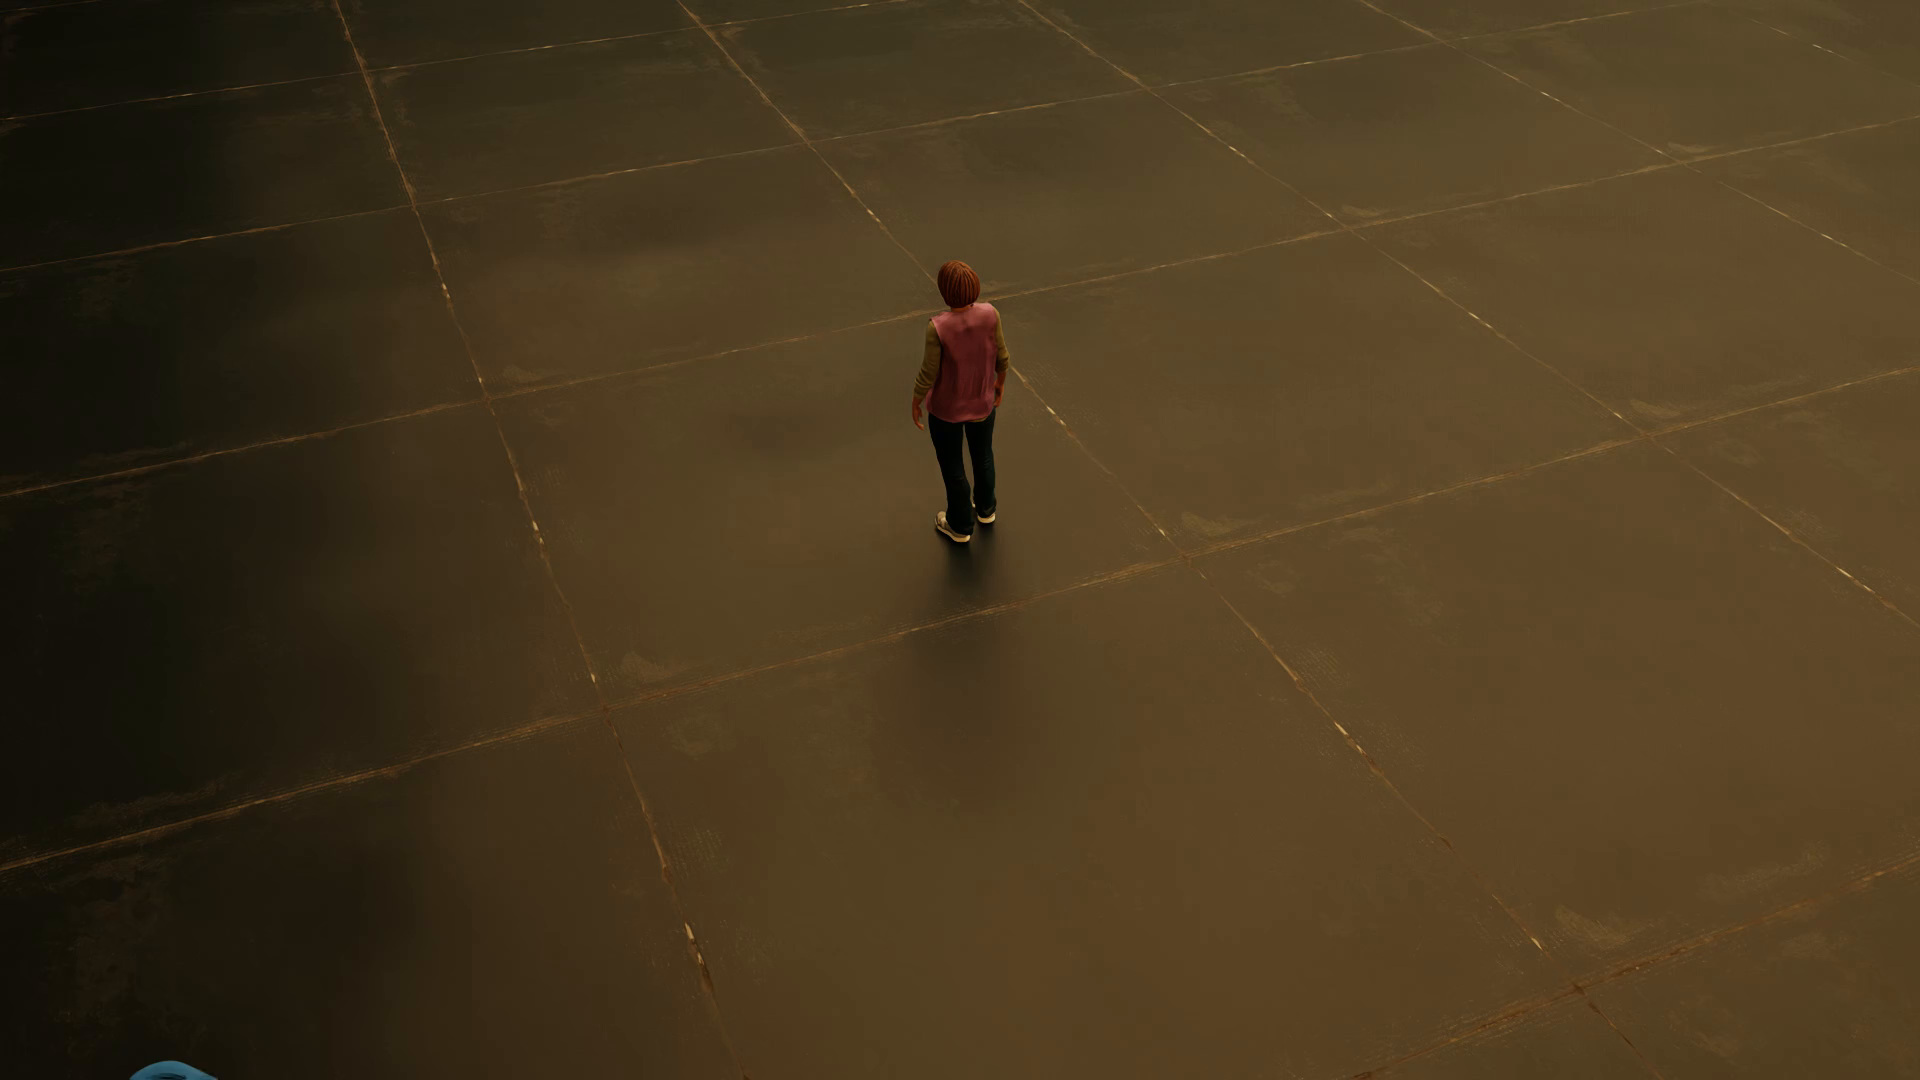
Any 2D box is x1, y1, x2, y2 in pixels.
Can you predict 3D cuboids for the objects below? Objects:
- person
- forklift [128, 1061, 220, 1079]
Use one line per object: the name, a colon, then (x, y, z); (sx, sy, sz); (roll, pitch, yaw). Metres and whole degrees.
person: (-0.016, -0.700, 8.221); (0.520, 1.599, 0.473); (-14, 38, -19)
forklift: (-2.456, 2.033, 3.240); (1.130, 2.935, 3.031); (15, 38, 20)
